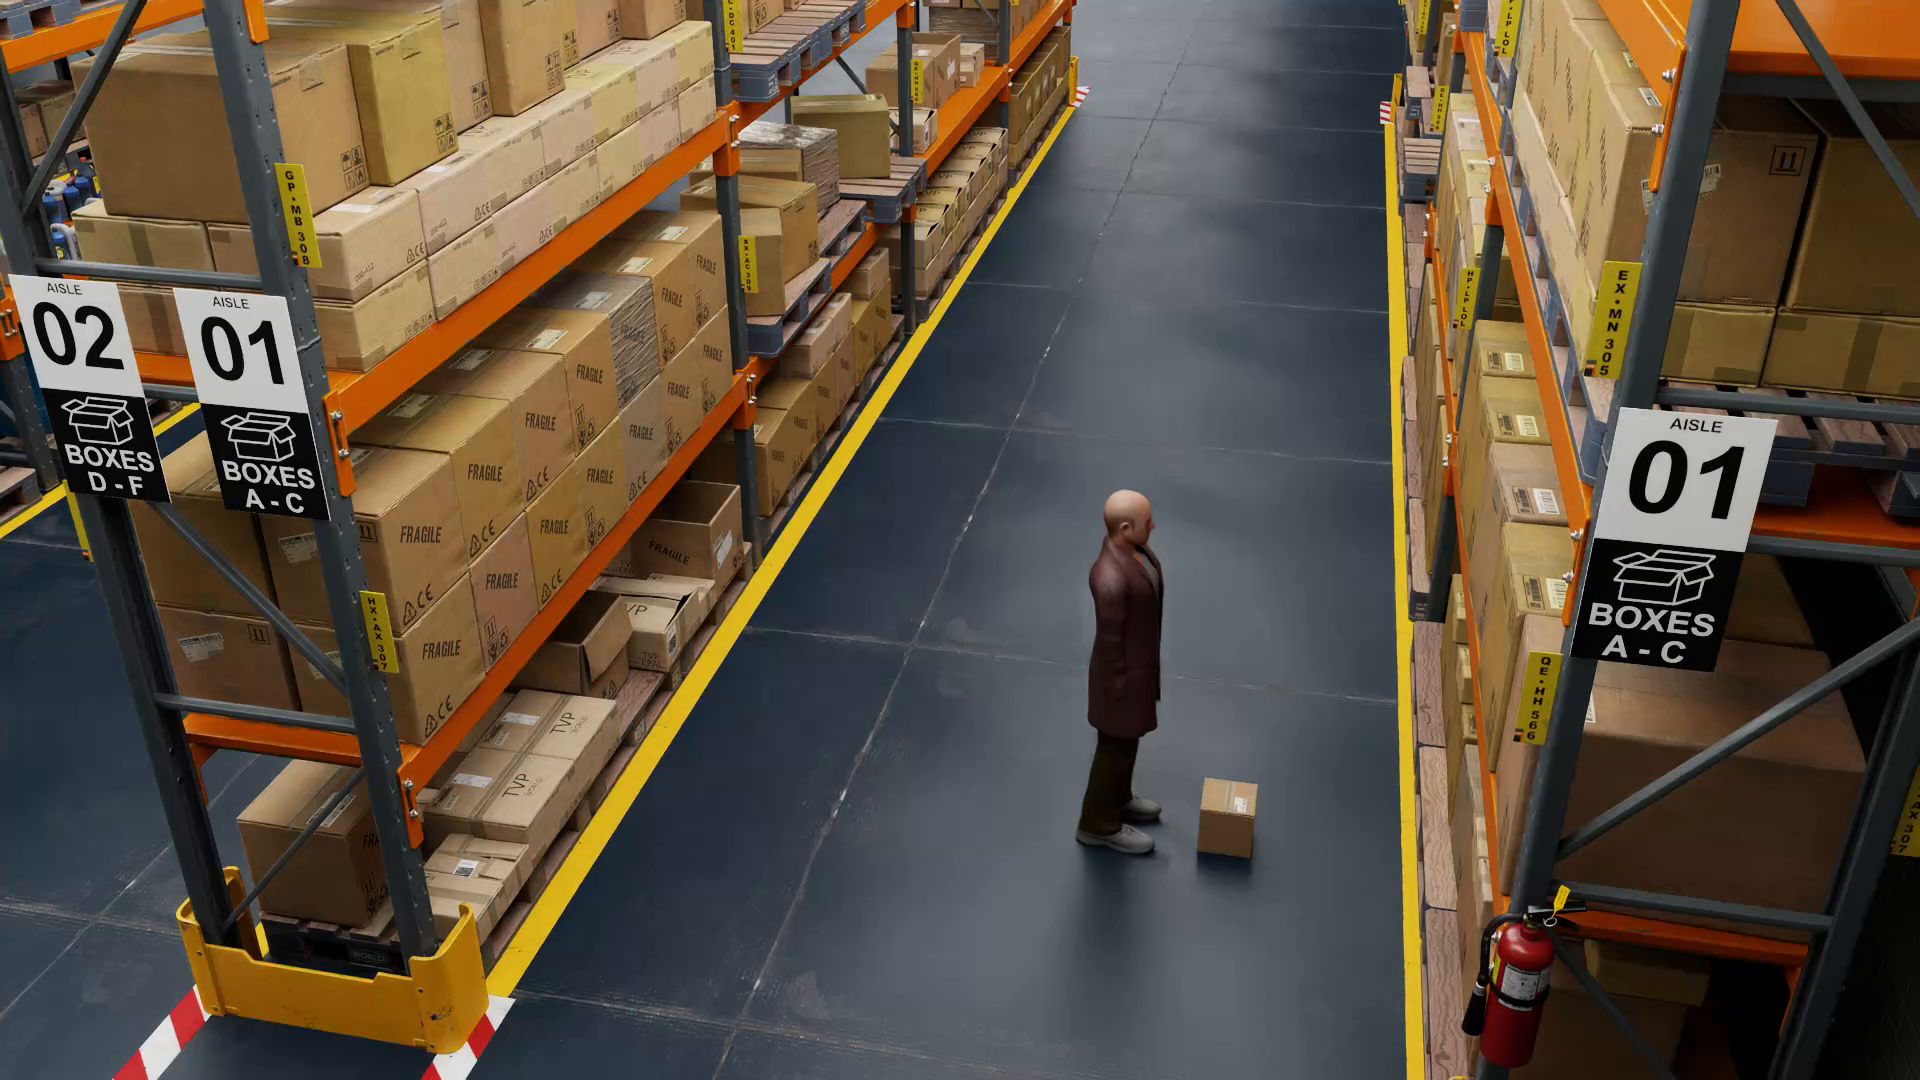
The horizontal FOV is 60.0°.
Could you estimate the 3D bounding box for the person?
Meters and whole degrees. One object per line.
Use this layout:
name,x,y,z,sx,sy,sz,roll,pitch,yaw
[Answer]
person,0.767,0.582,7.565,0.380,1.779,0.560,6,29,12
